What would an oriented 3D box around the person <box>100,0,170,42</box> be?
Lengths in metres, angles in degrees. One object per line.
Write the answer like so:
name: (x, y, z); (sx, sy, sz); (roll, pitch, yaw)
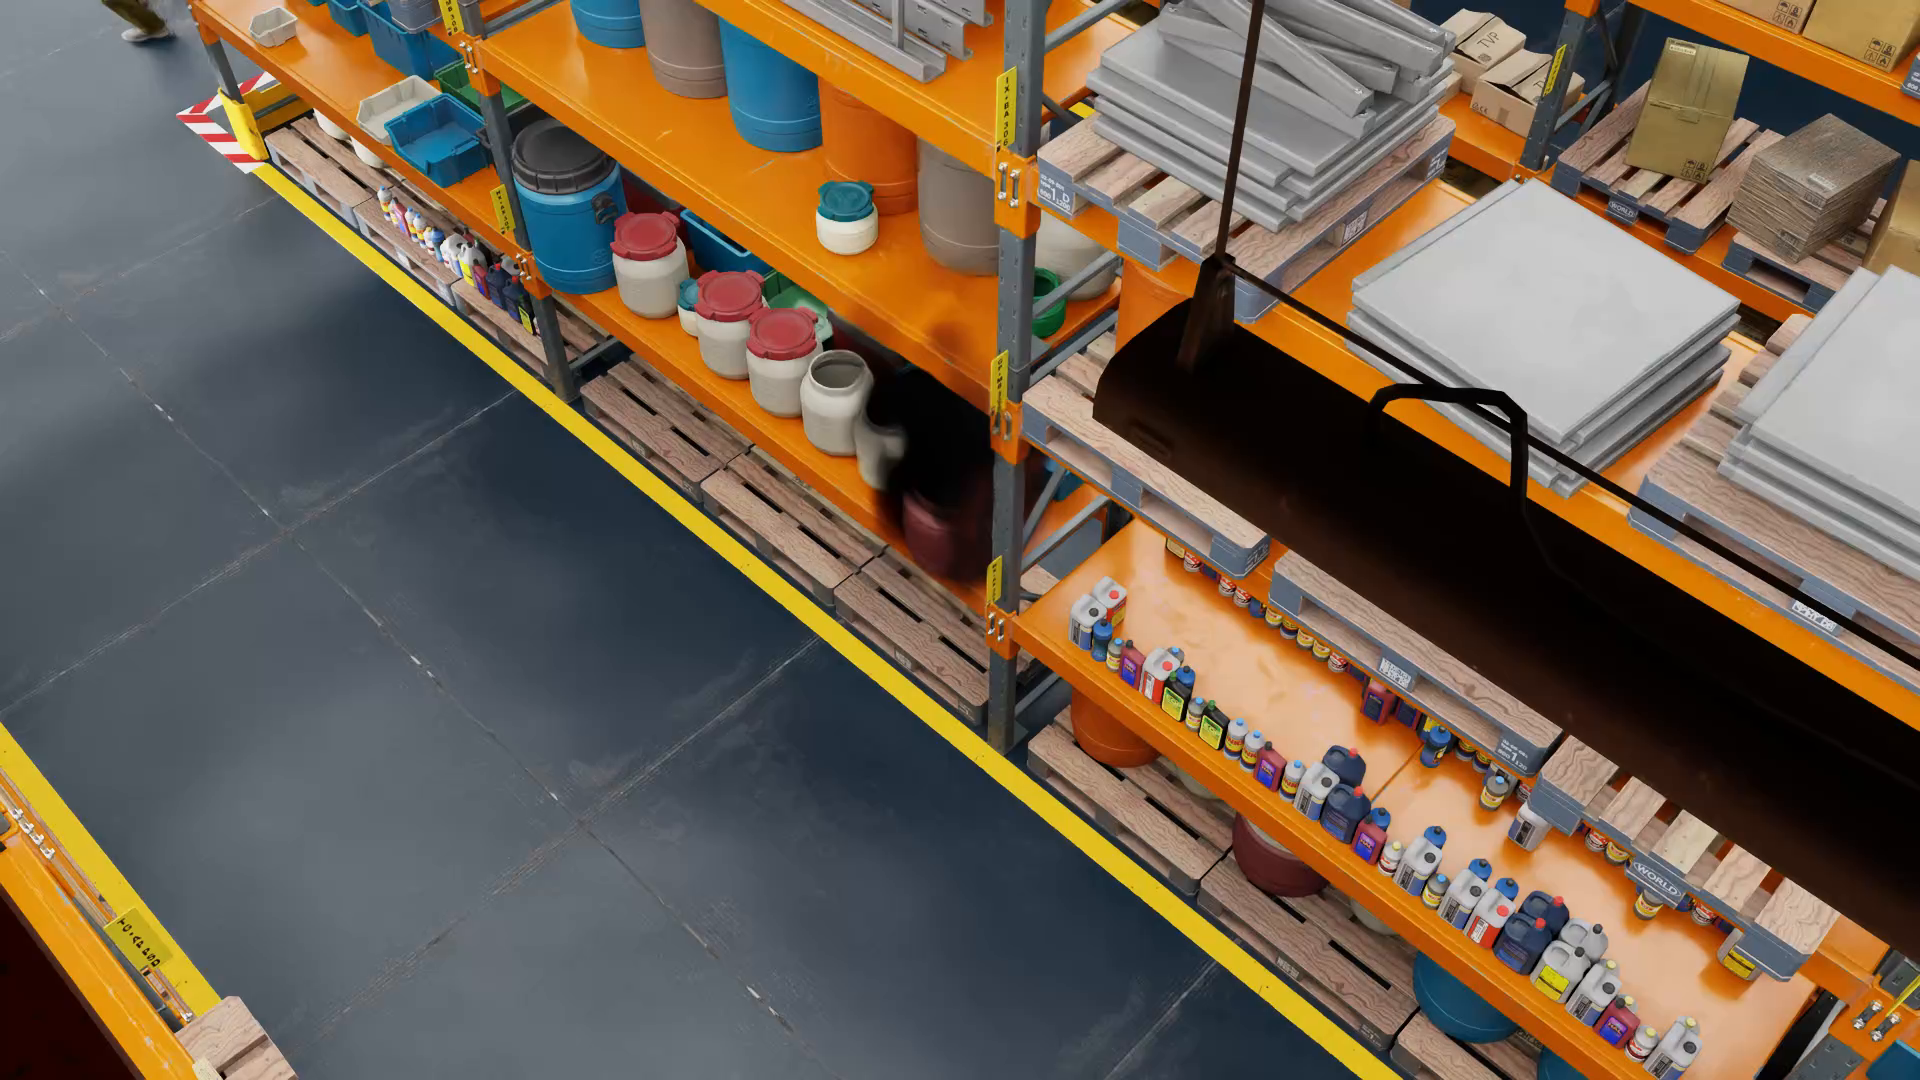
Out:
person: (-6.866, -4.698, 13.195); (0.611, 1.721, 0.707); (-13, 51, -11)
